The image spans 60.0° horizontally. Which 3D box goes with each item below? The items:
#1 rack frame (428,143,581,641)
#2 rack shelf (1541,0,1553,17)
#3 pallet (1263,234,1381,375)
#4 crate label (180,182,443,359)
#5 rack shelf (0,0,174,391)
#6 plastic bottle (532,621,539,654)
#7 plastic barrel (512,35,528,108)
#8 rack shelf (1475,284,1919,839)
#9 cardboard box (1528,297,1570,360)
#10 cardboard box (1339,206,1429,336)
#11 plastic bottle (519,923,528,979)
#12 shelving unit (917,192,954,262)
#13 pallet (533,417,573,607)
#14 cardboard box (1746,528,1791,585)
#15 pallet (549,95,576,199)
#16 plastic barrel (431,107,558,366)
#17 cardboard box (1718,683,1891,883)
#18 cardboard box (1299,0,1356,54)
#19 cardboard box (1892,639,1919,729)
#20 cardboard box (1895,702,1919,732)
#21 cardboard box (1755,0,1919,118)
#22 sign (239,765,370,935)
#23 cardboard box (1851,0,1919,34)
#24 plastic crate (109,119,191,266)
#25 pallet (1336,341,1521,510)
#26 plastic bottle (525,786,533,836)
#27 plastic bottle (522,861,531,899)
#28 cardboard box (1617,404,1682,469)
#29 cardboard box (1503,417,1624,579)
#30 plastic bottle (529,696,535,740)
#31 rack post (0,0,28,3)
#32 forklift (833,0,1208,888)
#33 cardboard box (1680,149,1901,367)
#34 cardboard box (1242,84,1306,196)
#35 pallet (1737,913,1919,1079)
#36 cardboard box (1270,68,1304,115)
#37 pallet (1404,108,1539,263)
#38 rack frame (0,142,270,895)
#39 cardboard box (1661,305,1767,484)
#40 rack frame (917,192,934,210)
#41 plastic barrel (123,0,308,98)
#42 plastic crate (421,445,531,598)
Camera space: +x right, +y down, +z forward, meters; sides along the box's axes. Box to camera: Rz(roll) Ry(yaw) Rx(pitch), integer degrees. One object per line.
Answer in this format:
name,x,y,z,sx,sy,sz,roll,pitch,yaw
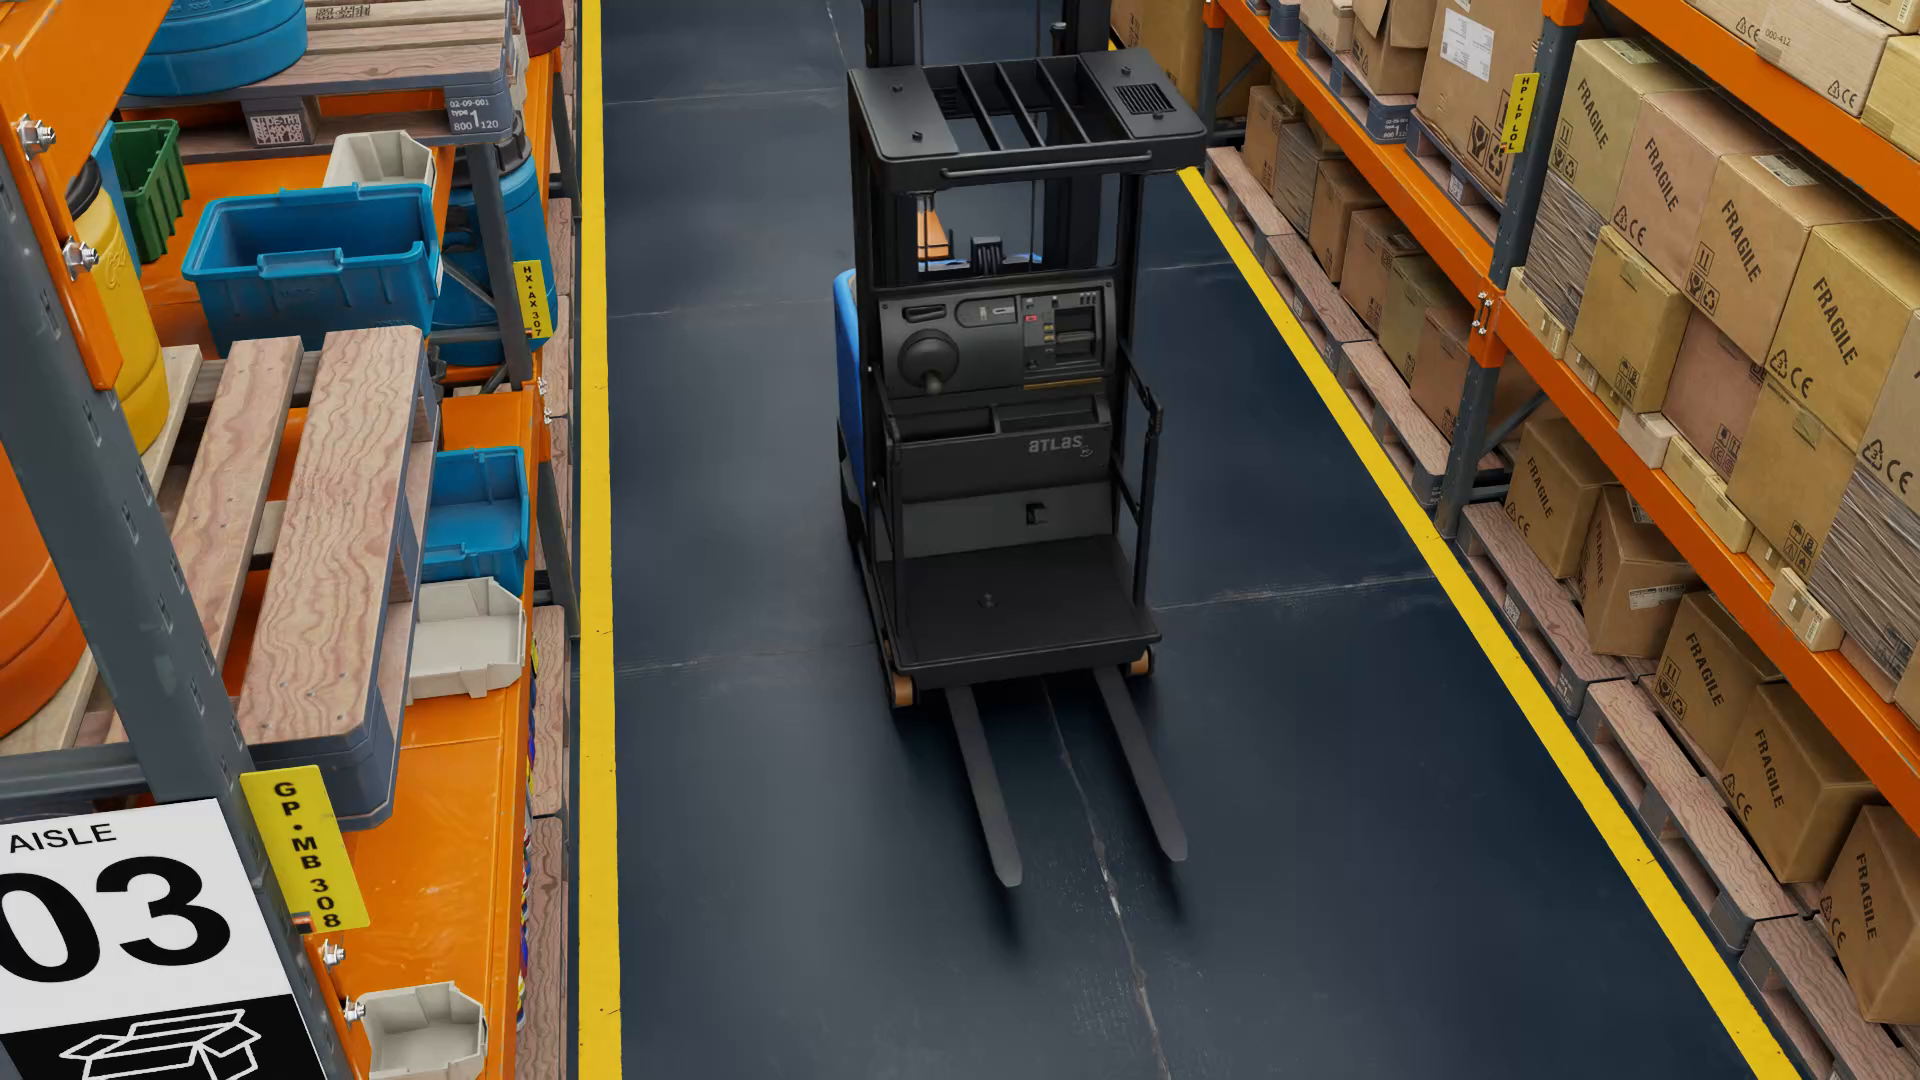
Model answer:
rack frame,-2.144,-0.739,6.256,1.000,3.000,0.127,-6,38,-8
rack shelf,2.381,-3.380,7.797,1.077,0.370,4.000,-6,38,-8
pallet,2.377,-1.379,9.352,1.003,0.211,1.213,-6,38,-8
crate label,-1.446,-0.614,3.772,0.502,0.251,0.408,-6,38,-8
rack shelf,-1.794,-1.458,3.204,1.077,0.370,4.000,-6,38,-8
plastic bottle,-1.774,0.378,6.740,0.097,0.201,0.097,0,38,0
plastic barrel,-2.381,-2.346,8.234,0.421,0.512,0.421,0,38,0
rack shelf,3.083,0.221,5.607,1.077,0.370,4.000,-6,38,-8
cardboard box,2.505,-0.857,6.614,0.380,0.149,0.250,-6,38,-8
cardboard box,2.482,-1.459,8.862,0.700,0.500,0.500,-9,39,-12
plastic bottle,-1.476,1.309,5.475,0.061,0.283,0.133,-6,38,-7
shelving unit,-0.199,-1.094,8.180,0.258,1.200,0.503,-7,38,-9
pallet,-2.320,-0.108,7.716,1.003,0.211,1.213,-6,38,-8
cardboard box,2.838,0.041,5.457,0.380,0.149,0.250,-6,38,-8
pallet,-3.025,-2.525,10.828,1.003,0.211,1.213,-6,38,-8
plastic barrel,-1.914,-1.202,6.444,0.600,0.901,0.708,-6,38,-8
cardboard box,3.111,0.849,5.907,0.500,0.500,0.500,-3,38,-4
cardboard box,2.098,-2.757,8.634,0.500,0.250,0.500,-7,38,-9
cardboard box,3.158,0.364,4.513,0.875,0.500,0.500,-6,38,-8
cardboard box,3.011,0.489,4.880,0.380,0.149,0.250,-6,38,-8
cardboard box,2.733,-1.477,4.883,0.500,0.250,0.500,-8,38,-10
sign,-0.901,0.433,2.296,0.100,0.325,0.005,-6,38,-8
cardboard box,2.751,-1.541,4.641,0.380,0.149,0.250,-7,38,-9
plastic crate,-2.136,-0.857,4.136,0.336,0.188,0.450,-6,38,-8
pallet,2.594,-0.640,8.402,1.003,0.211,1.213,-6,38,-8
plastic bottle,-1.633,0.931,5.968,0.152,0.276,0.135,-6,38,-7
plastic bottle,-1.549,1.153,5.743,0.097,0.201,0.097,0,38,0
cardboard box,2.632,-0.404,6.030,0.380,0.149,0.250,-6,38,-8
cardboard box,2.763,-0.204,7.263,0.500,0.500,0.500,-7,38,-9
plastic bottle,-1.714,0.608,6.323,0.144,0.351,0.185,-8,39,-10
rack post,-1.450,-0.964,2.064,0.937,0.300,0.954,-2,38,-3
forklift,0.194,-0.716,6.282,1.130,2.935,3.031,-7,38,-9
cardboard box,2.737,-0.920,5.350,0.500,0.500,0.500,-6,38,-8
cardboard box,2.168,-2.471,10.165,0.700,0.500,0.500,-8,39,-10
pallet,3.312,1.706,5.383,1.003,0.211,1.213,-6,38,-8
cardboard box,2.178,-2.769,9.936,0.500,0.250,0.500,-5,38,-6
pallet,2.741,-1.673,7.615,1.003,0.211,1.213,-6,38,-8
rack frame,-1.443,-0.692,1.305,1.000,3.000,0.127,-6,38,-8
cardboard box,2.990,-0.553,5.693,0.875,0.500,0.500,-6,38,-8
rack frame,-0.246,-1.241,8.369,0.240,1.200,0.015,-7,38,-9
plastic barrel,-2.075,-1.674,4.264,0.600,0.901,0.708,-6,38,-8
plastic crate,-1.683,-0.041,5.478,0.499,0.251,0.616,-6,38,-8
